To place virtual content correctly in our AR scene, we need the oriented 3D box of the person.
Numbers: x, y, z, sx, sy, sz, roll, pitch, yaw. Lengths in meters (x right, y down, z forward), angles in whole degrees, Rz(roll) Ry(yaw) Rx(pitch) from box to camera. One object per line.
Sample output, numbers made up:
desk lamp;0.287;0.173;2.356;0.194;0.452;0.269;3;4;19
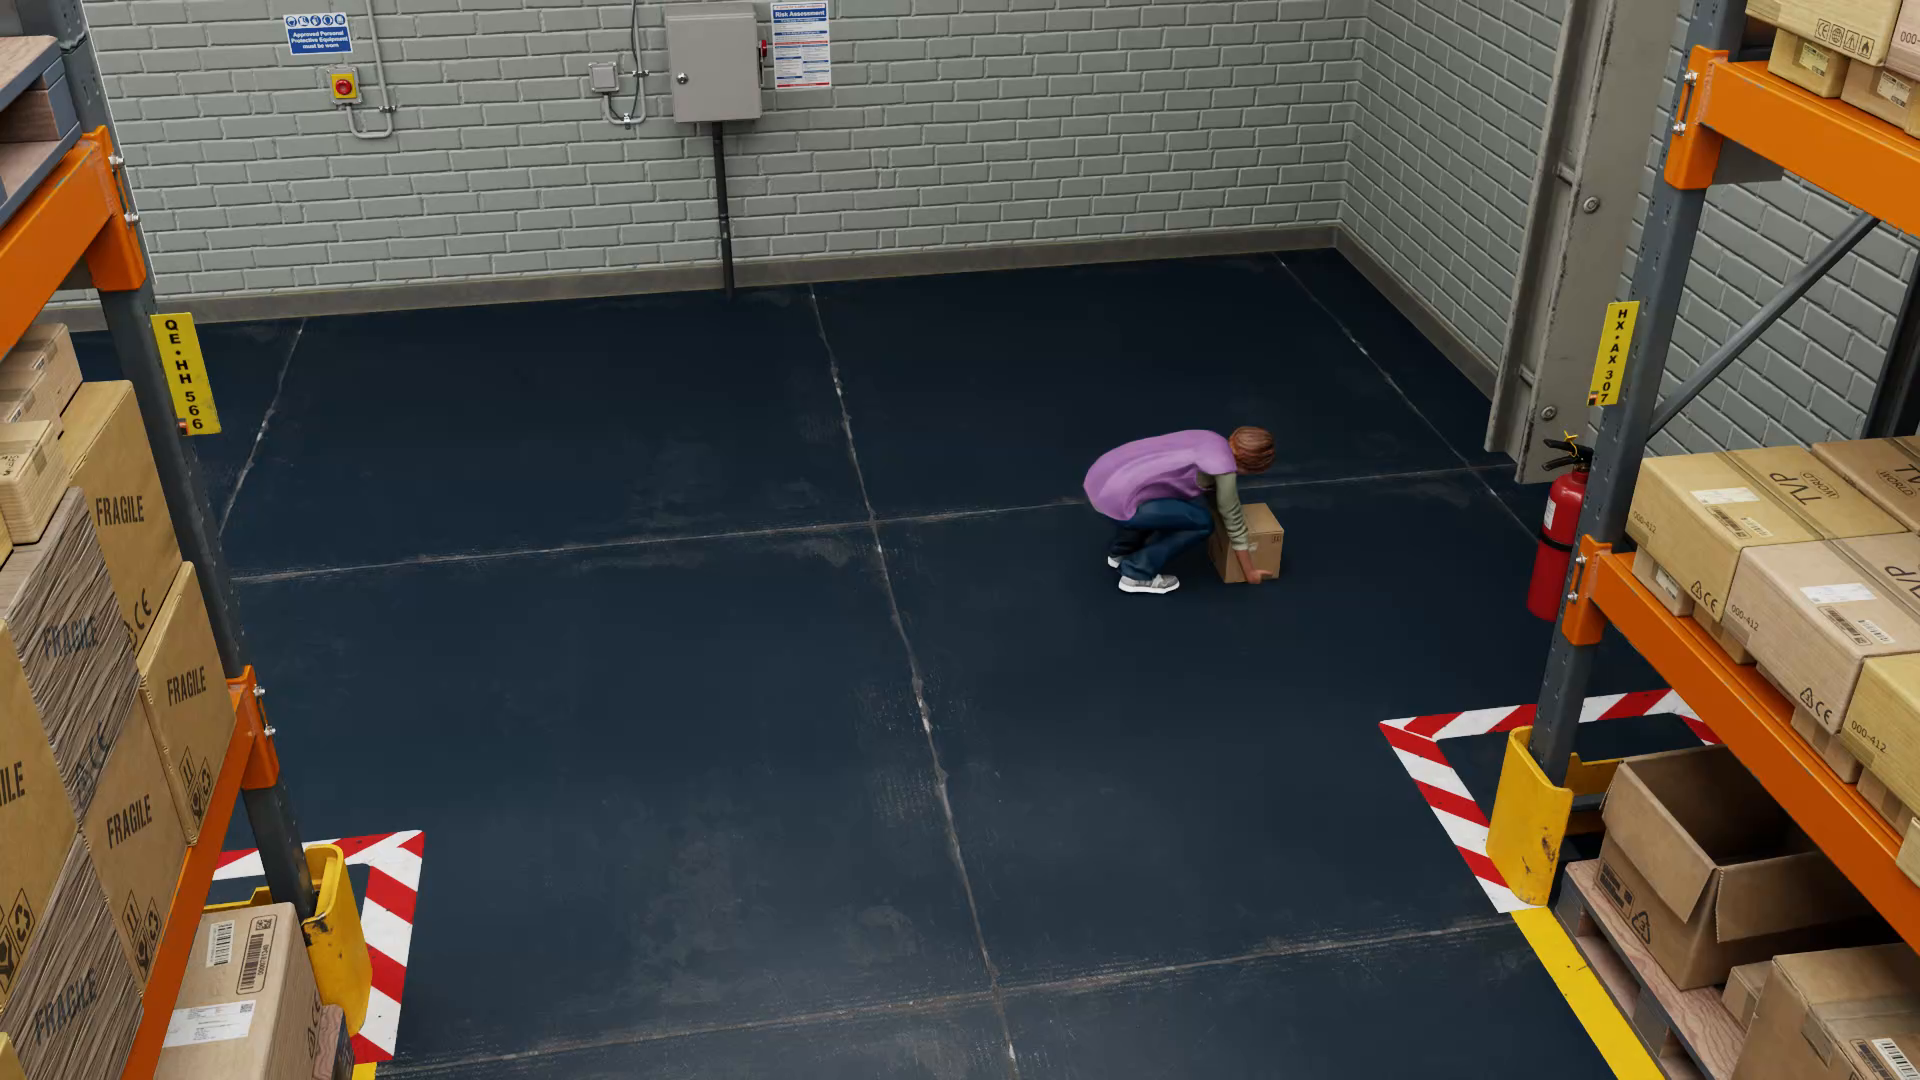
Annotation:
person;0.956;-0.140;7.275;0.863;0.698;0.421;-6;32;-10
